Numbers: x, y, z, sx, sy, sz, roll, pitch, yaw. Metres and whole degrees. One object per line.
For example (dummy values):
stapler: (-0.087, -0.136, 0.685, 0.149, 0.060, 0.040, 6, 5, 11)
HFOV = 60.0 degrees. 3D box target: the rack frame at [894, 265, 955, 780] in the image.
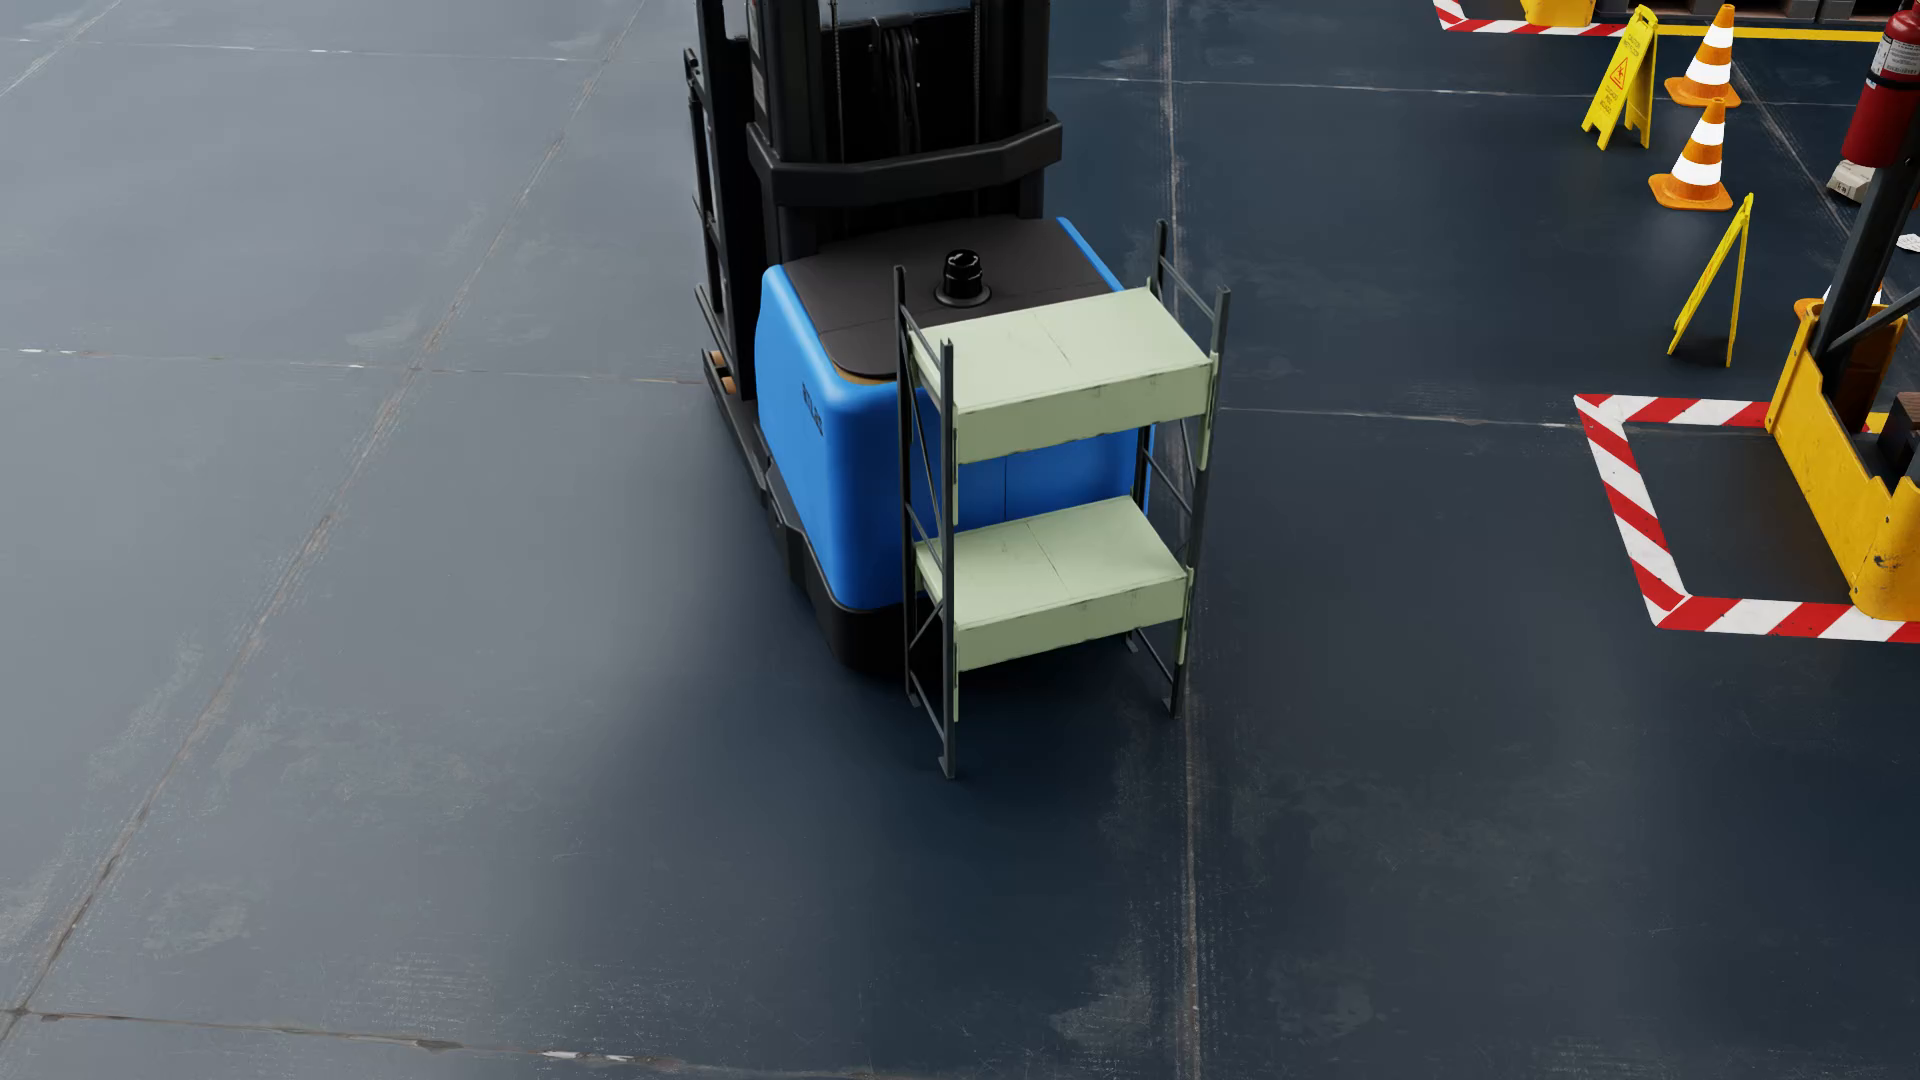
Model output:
rack frame: (-0.092, 0.003, 4.559, 0.023, 1.500, 0.400, -13, 41, -15)

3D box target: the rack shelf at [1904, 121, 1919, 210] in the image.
rack shelf: (5.086, -0.880, 5.025, 4.000, 0.370, 1.077, 3, 39, 4)

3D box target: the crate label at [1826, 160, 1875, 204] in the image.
crate label: (4.179, -1.658, 7.679, 0.298, 0.136, 0.250, -16, 42, -19)

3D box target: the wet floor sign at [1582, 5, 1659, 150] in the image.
wet floor sign: (3.220, -2.230, 7.978, 0.232, 0.644, 0.267, -3, 39, -4)

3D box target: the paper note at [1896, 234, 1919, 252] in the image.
paper note: (4.207, -1.317, 7.344, 0.142, 0.019, 0.148, -10, 40, -12)

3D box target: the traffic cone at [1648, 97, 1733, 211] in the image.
traffic cone: (3.390, -1.789, 7.581, 0.334, 0.463, 0.336, 3, 39, 4)

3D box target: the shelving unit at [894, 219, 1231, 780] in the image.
shelving unit: (0.253, -0.075, 4.654, 0.755, 1.500, 0.431, -13, 41, -15)

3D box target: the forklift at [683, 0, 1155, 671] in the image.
forklift: (-0.356, -1.669, 5.479, 1.130, 2.935, 3.031, -12, 41, -15)

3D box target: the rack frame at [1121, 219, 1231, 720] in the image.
rack frame: (0.597, -0.152, 4.749, 0.023, 1.500, 0.400, -13, 41, -15)

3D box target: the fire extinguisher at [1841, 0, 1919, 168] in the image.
fire extinguisher: (3.019, -1.534, 5.320, 0.183, 0.674, 0.296, 3, 39, 4)

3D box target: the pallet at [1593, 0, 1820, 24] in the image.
pallet: (4.223, -3.311, 9.650, 1.213, 0.211, 1.003, 3, 39, 4)

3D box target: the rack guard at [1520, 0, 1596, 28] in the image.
rack guard: (3.396, -3.419, 9.554, 0.348, 0.500, 1.175, 3, 39, 4)

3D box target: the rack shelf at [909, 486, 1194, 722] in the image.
rack shelf: (0.253, 0.178, 4.860, 0.720, 0.370, 0.431, -13, 41, -15)

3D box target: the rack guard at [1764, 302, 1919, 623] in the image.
rack guard: (3.169, -0.294, 5.716, 0.348, 0.500, 1.175, 3, 39, 4)

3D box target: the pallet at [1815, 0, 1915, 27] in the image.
pallet: (5.436, -3.243, 9.567, 1.213, 0.211, 1.003, 3, 39, 4)

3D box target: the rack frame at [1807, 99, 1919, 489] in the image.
rack frame: (3.094, -1.268, 4.932, 0.127, 3.000, 1.000, 3, 39, 4)

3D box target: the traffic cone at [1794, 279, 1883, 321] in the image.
traffic cone: (3.633, -1.072, 6.701, 0.334, 0.463, 0.336, 3, 39, 4)

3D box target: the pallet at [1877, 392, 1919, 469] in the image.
pallet: (3.976, -0.116, 5.725, 1.213, 0.211, 1.003, 3, 39, 4)

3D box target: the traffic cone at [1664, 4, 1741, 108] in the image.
traffic cone: (3.827, -2.481, 8.431, 0.334, 0.463, 0.336, 3, 39, 4)

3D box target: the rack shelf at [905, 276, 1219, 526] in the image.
rack shelf: (0.253, -0.378, 4.408, 0.720, 0.370, 0.431, -13, 41, -15)

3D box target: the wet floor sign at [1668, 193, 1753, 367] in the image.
wet floor sign: (2.997, -1.038, 6.514, 0.232, 0.644, 0.267, 16, 42, 19)
